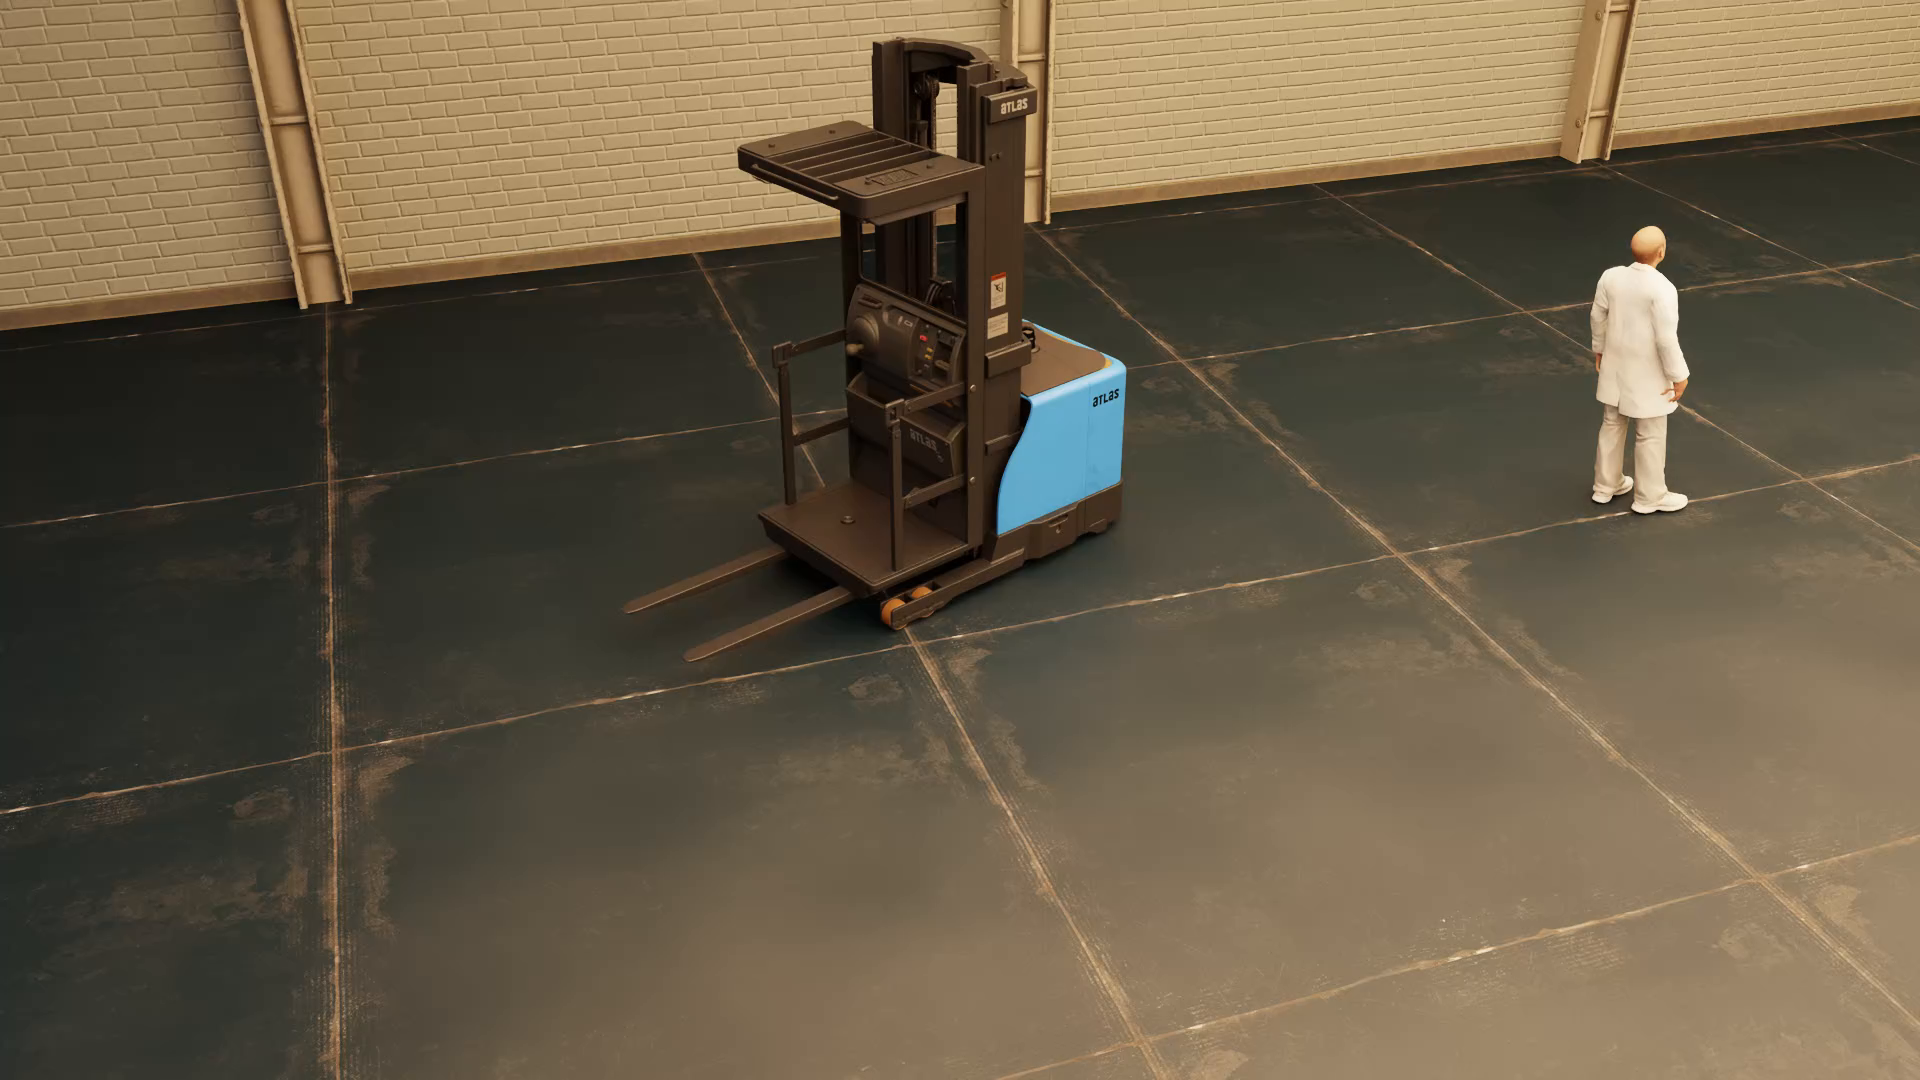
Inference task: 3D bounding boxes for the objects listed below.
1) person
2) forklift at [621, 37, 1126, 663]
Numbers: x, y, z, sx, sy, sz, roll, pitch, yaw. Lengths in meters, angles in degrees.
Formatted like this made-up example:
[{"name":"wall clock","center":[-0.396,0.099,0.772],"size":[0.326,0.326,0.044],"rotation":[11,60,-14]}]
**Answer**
[{"name":"person","center":[4.145,-1.049,10.052],"size":[0.578,1.779,0.698],"rotation":[-15,33,-24]},{"name":"forklift","center":[-0.461,-1.072,8.951],"size":[3.031,2.935,1.130],"rotation":[-23,37,-34]}]
